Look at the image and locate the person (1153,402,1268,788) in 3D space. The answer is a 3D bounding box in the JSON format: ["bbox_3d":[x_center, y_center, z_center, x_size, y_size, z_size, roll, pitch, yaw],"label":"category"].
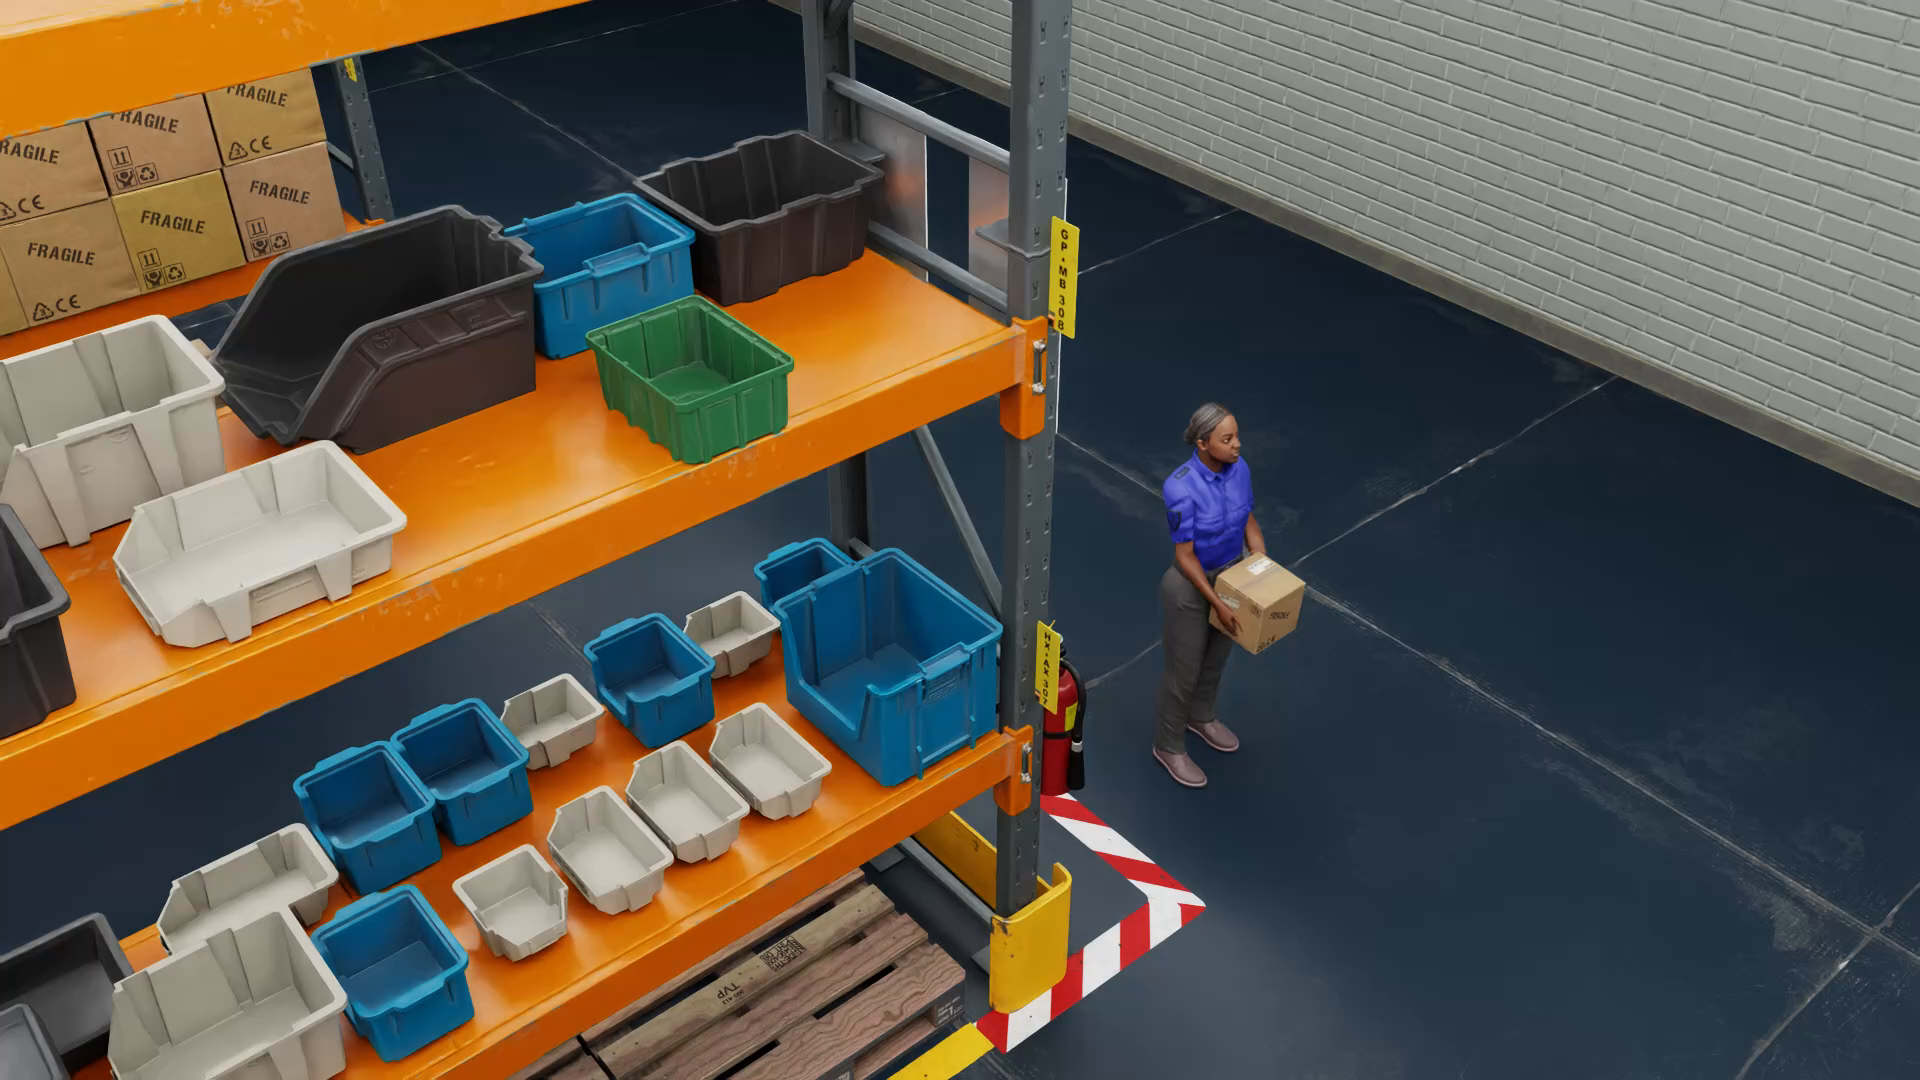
[{"bbox_3d":[1.041,0.225,6.771,0.488,1.658,0.488,-27,44,-32],"label":"person"}]
